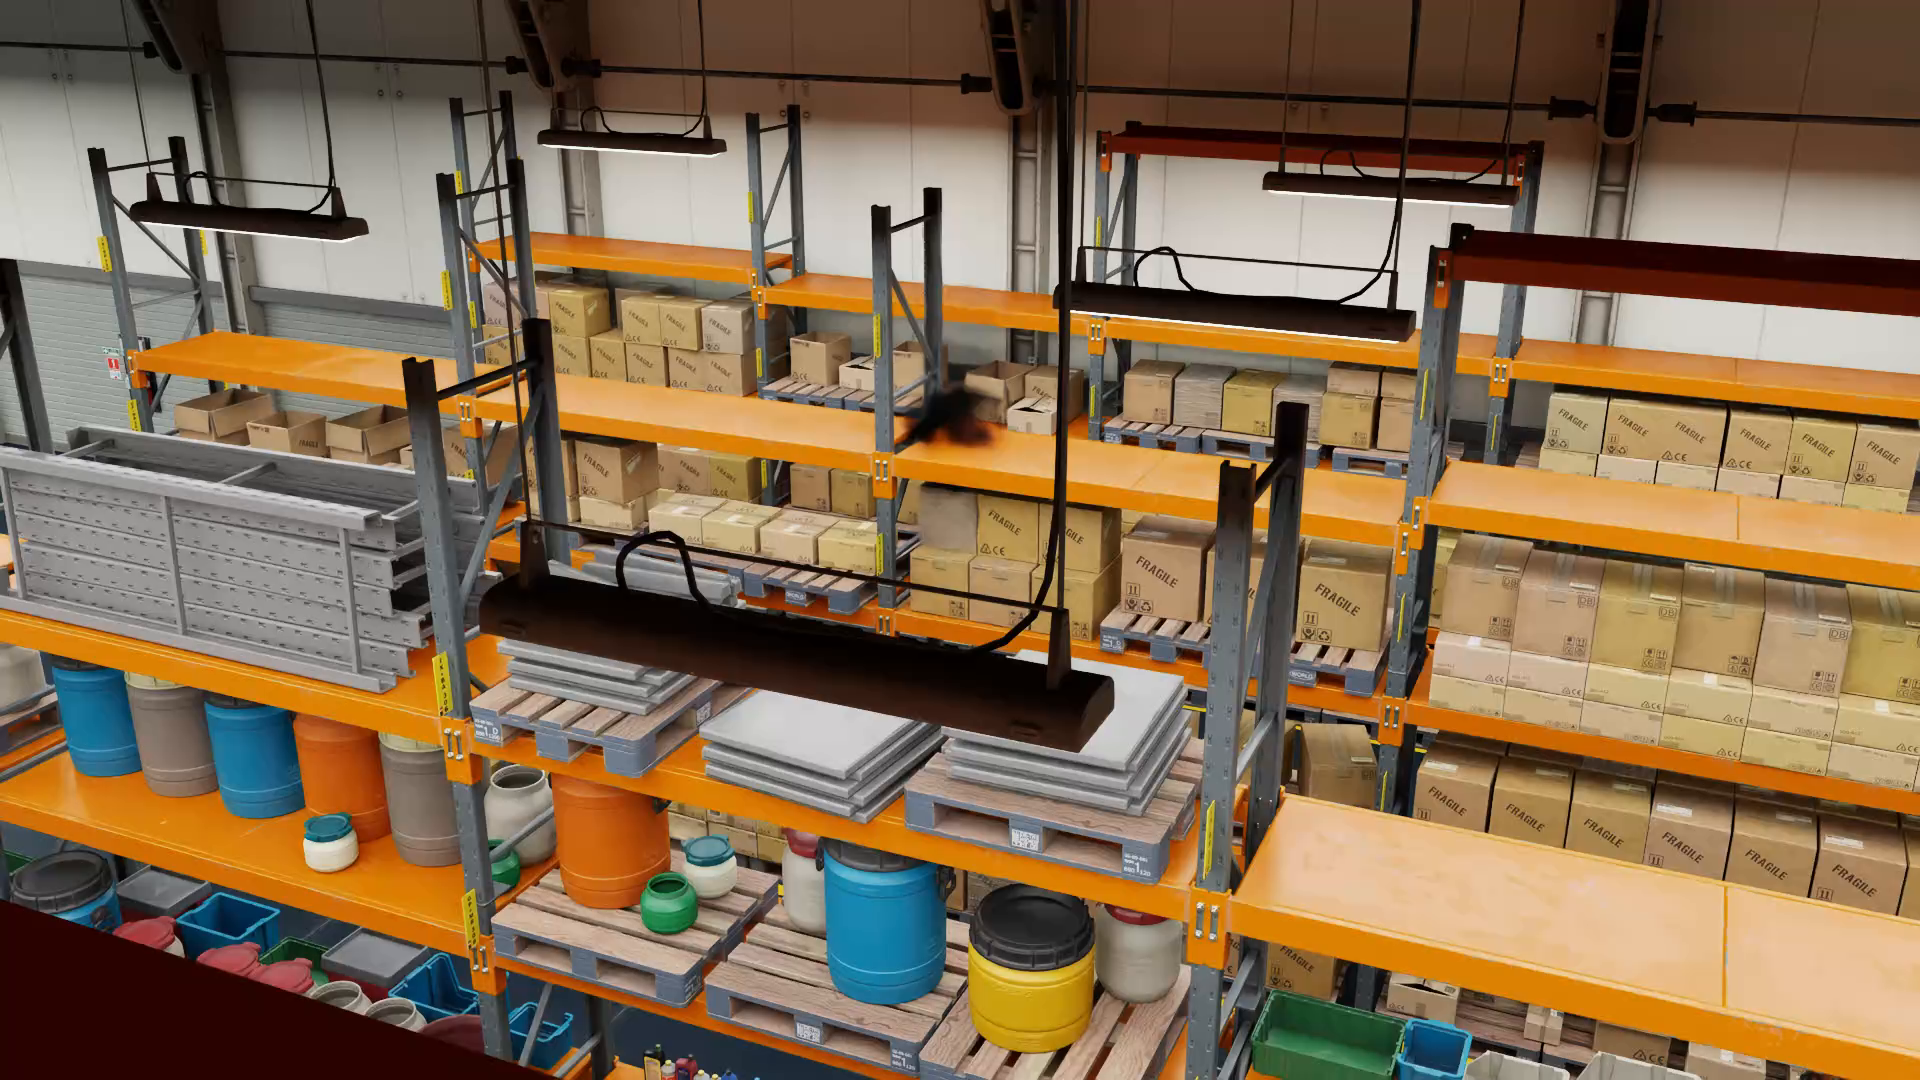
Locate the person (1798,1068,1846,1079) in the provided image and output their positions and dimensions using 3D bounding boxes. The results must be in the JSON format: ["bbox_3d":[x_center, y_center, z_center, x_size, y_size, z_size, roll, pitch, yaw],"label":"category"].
[{"bbox_3d":[5.168,3.801,10.107,0.852,1.743,0.668,4,21,9],"label":"person"}]
